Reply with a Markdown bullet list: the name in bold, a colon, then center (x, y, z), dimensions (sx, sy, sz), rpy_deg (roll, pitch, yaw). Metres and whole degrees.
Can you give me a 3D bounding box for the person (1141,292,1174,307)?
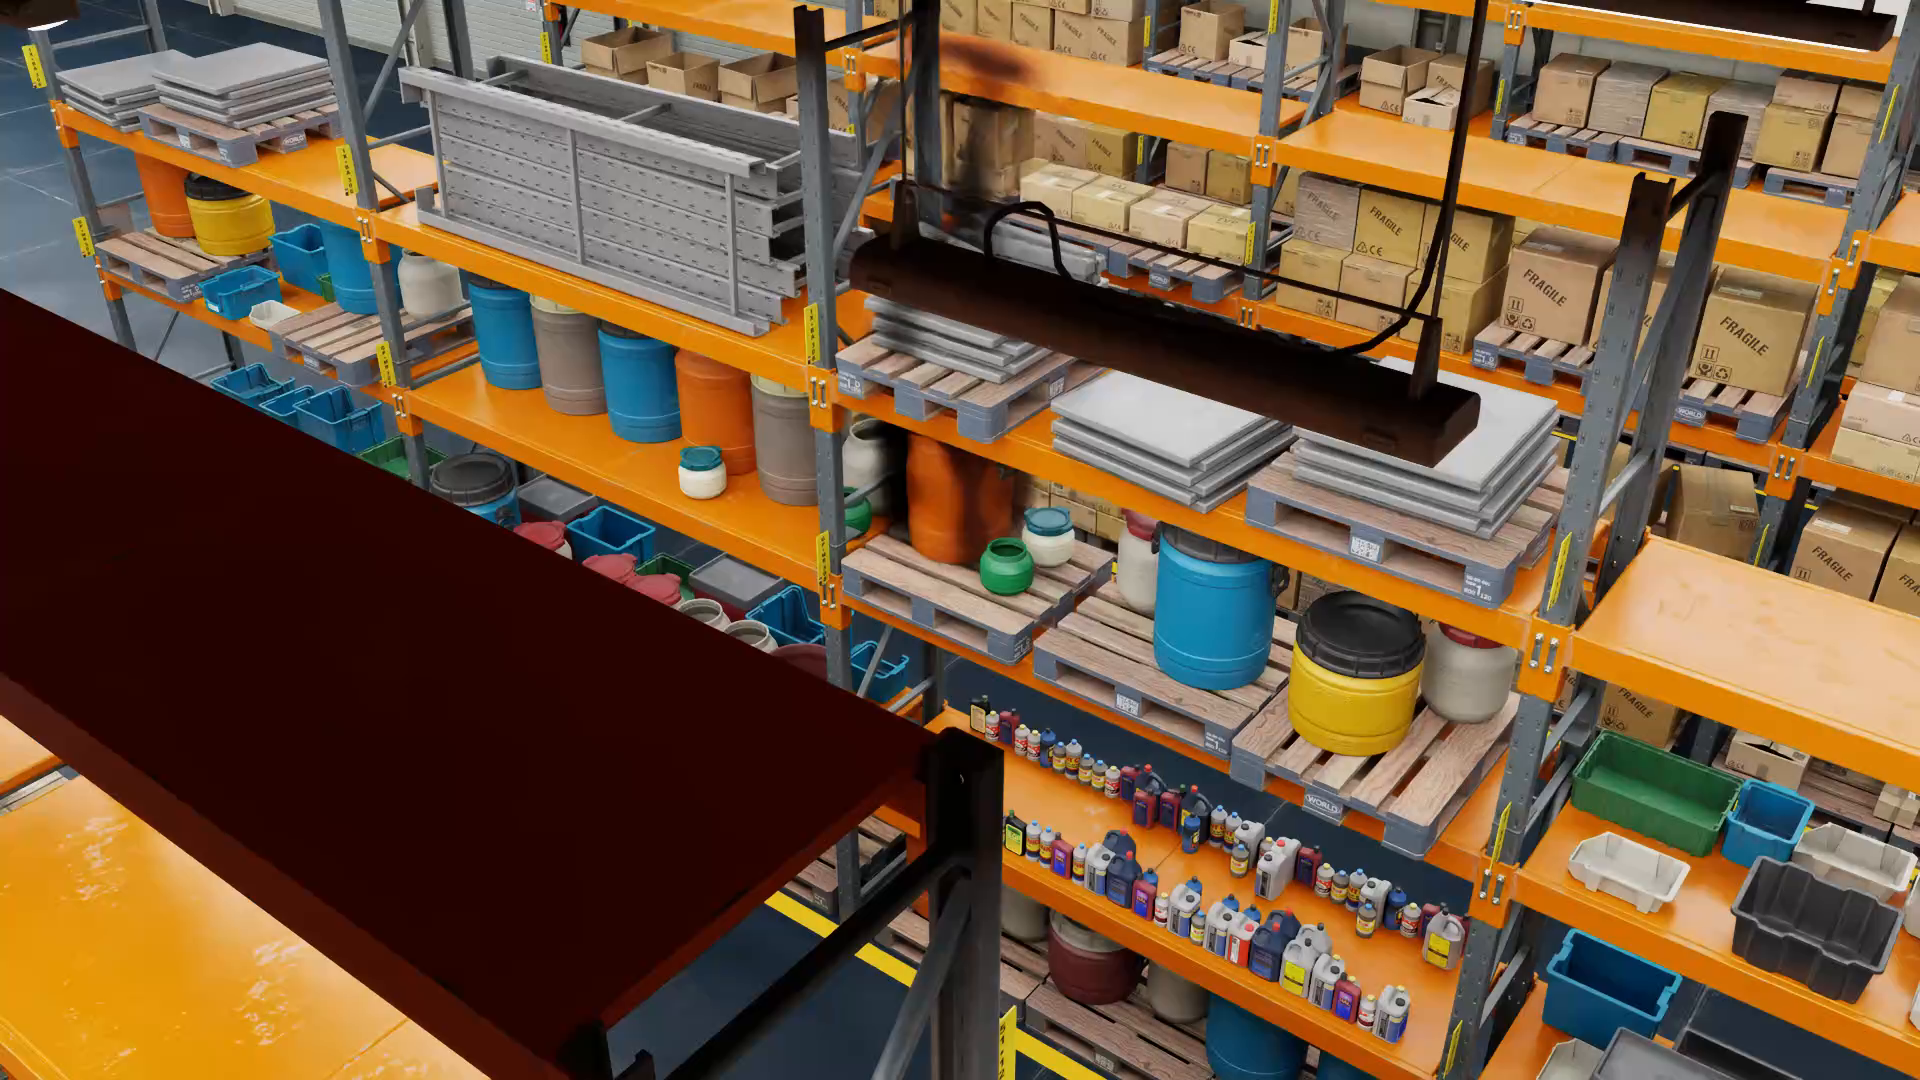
- **person**: center (2.074, -1.759, 16.622), dimensions (0.937, 1.682, 0.574), rpy_deg (20, 37, 30)
